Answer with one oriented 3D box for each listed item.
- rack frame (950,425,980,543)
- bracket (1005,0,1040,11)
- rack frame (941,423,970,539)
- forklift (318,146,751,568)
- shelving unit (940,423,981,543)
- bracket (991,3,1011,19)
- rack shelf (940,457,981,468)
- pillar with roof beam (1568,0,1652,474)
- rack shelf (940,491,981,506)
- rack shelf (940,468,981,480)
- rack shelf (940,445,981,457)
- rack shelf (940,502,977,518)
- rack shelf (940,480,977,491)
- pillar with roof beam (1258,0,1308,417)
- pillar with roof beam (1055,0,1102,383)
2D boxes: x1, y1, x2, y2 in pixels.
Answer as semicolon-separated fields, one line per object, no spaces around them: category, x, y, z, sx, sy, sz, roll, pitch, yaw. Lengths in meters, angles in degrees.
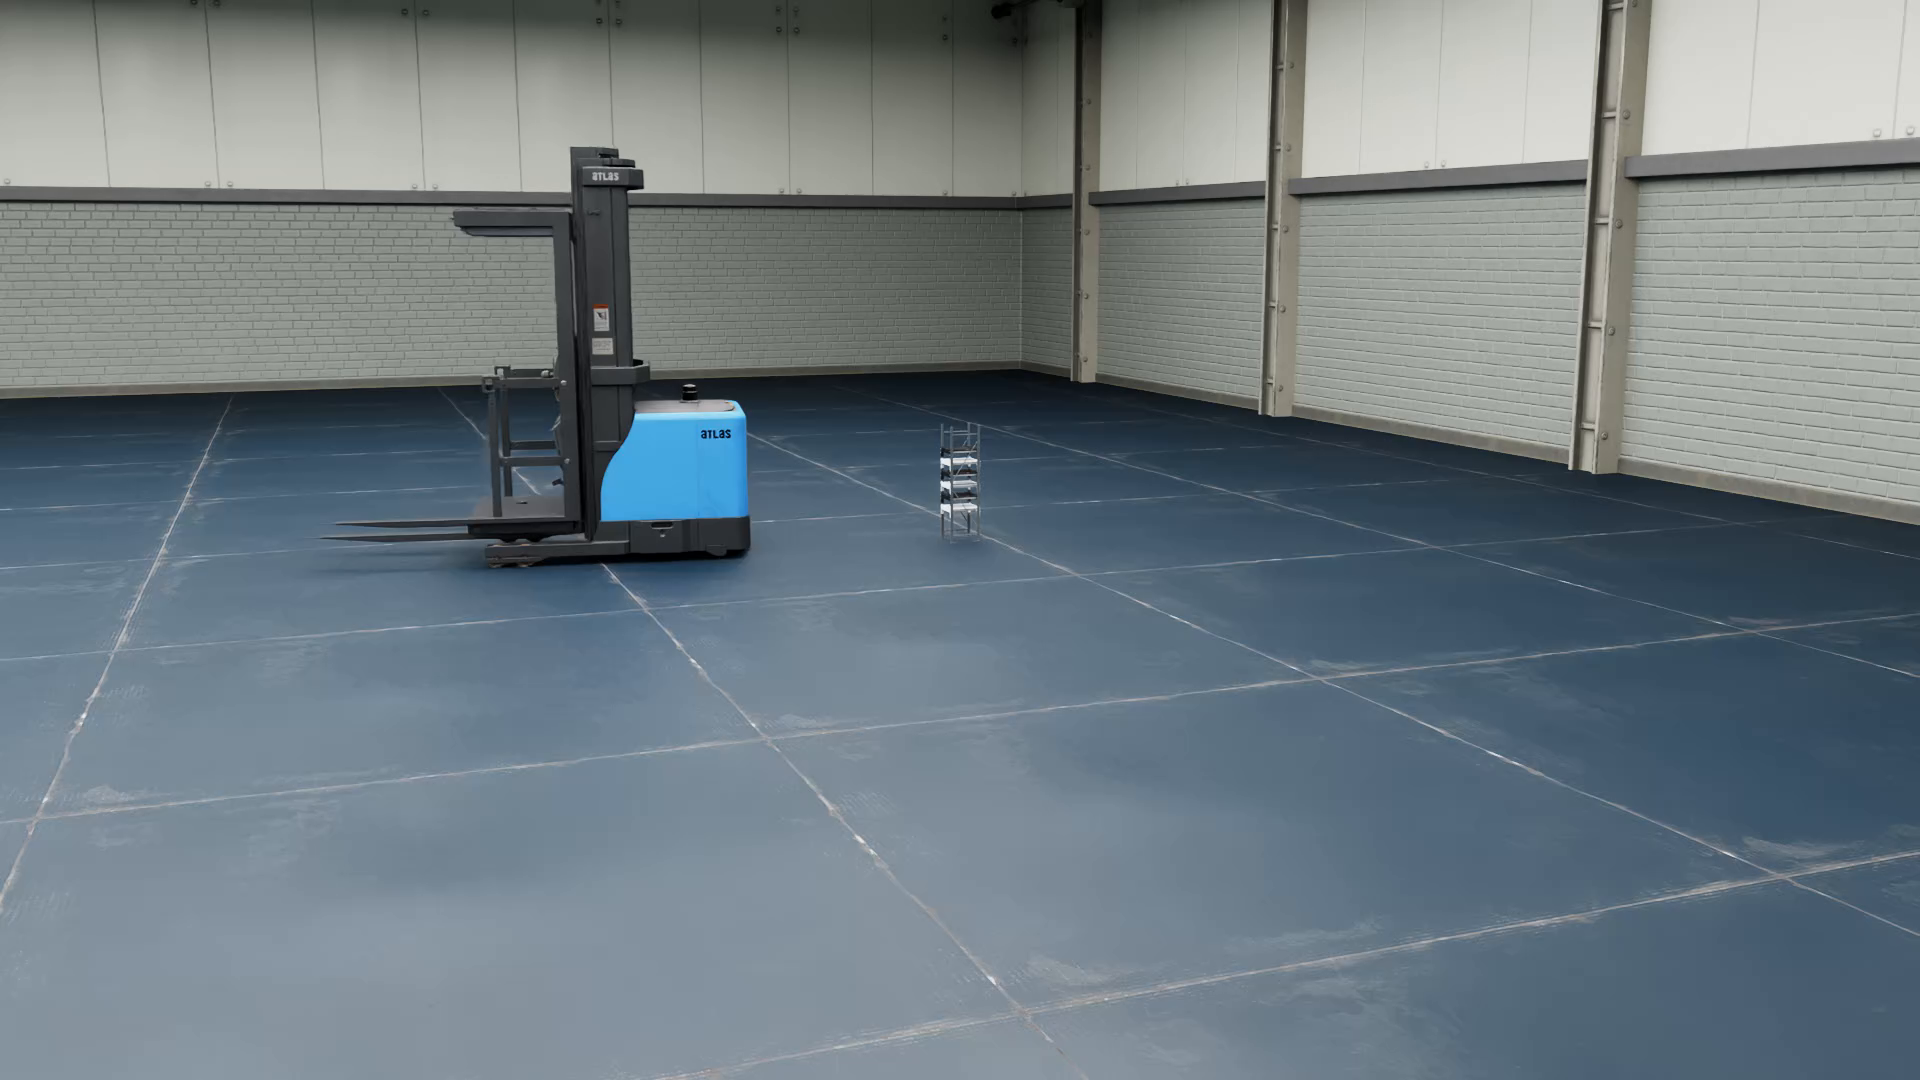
rack frame;0.040;-0.425;12.741;0.240;0.900;0.006;-4;11;-21
bracket;0.948;-9.197;28.652;0.076;0.066;3.189;-4;11;-21
rack frame;-0.034;-0.458;12.927;0.240;0.900;0.006;-4;11;-21
forklift;-3.107;-1.346;12.118;3.031;2.935;1.130;-2;10;-10
shelving unit;0.003;-0.442;12.834;0.258;0.900;0.210;-4;11;-21
bracket;0.734;-9.294;29.194;0.235;0.232;0.430;-4;11;-21
rack shelf;0.003;-0.586;12.808;0.258;0.077;0.200;-4;11;-21
pillar with roof beam;2.410;-4.857;14.533;9.100;9.000;0.400;-4;11;-21
rack shelf;0.003;-0.320;12.855;0.258;0.077;0.200;-4;11;-21
rack shelf;0.003;-0.498;12.824;0.258;0.077;0.200;-4;11;-21
rack shelf;0.003;-0.675;12.792;0.258;0.077;0.200;-4;11;-21
rack shelf;0.003;-0.232;12.871;0.258;0.077;0.200;-4;11;-21
rack shelf;0.003;-0.409;12.840;0.258;0.077;0.200;-4;11;-21
pillar with roof beam;0.236;-5.837;20.038;9.100;9.000;0.400;-4;11;-21
pillar with roof beam;-1.938;-6.816;25.544;9.100;9.000;0.548;-4;11;-21
